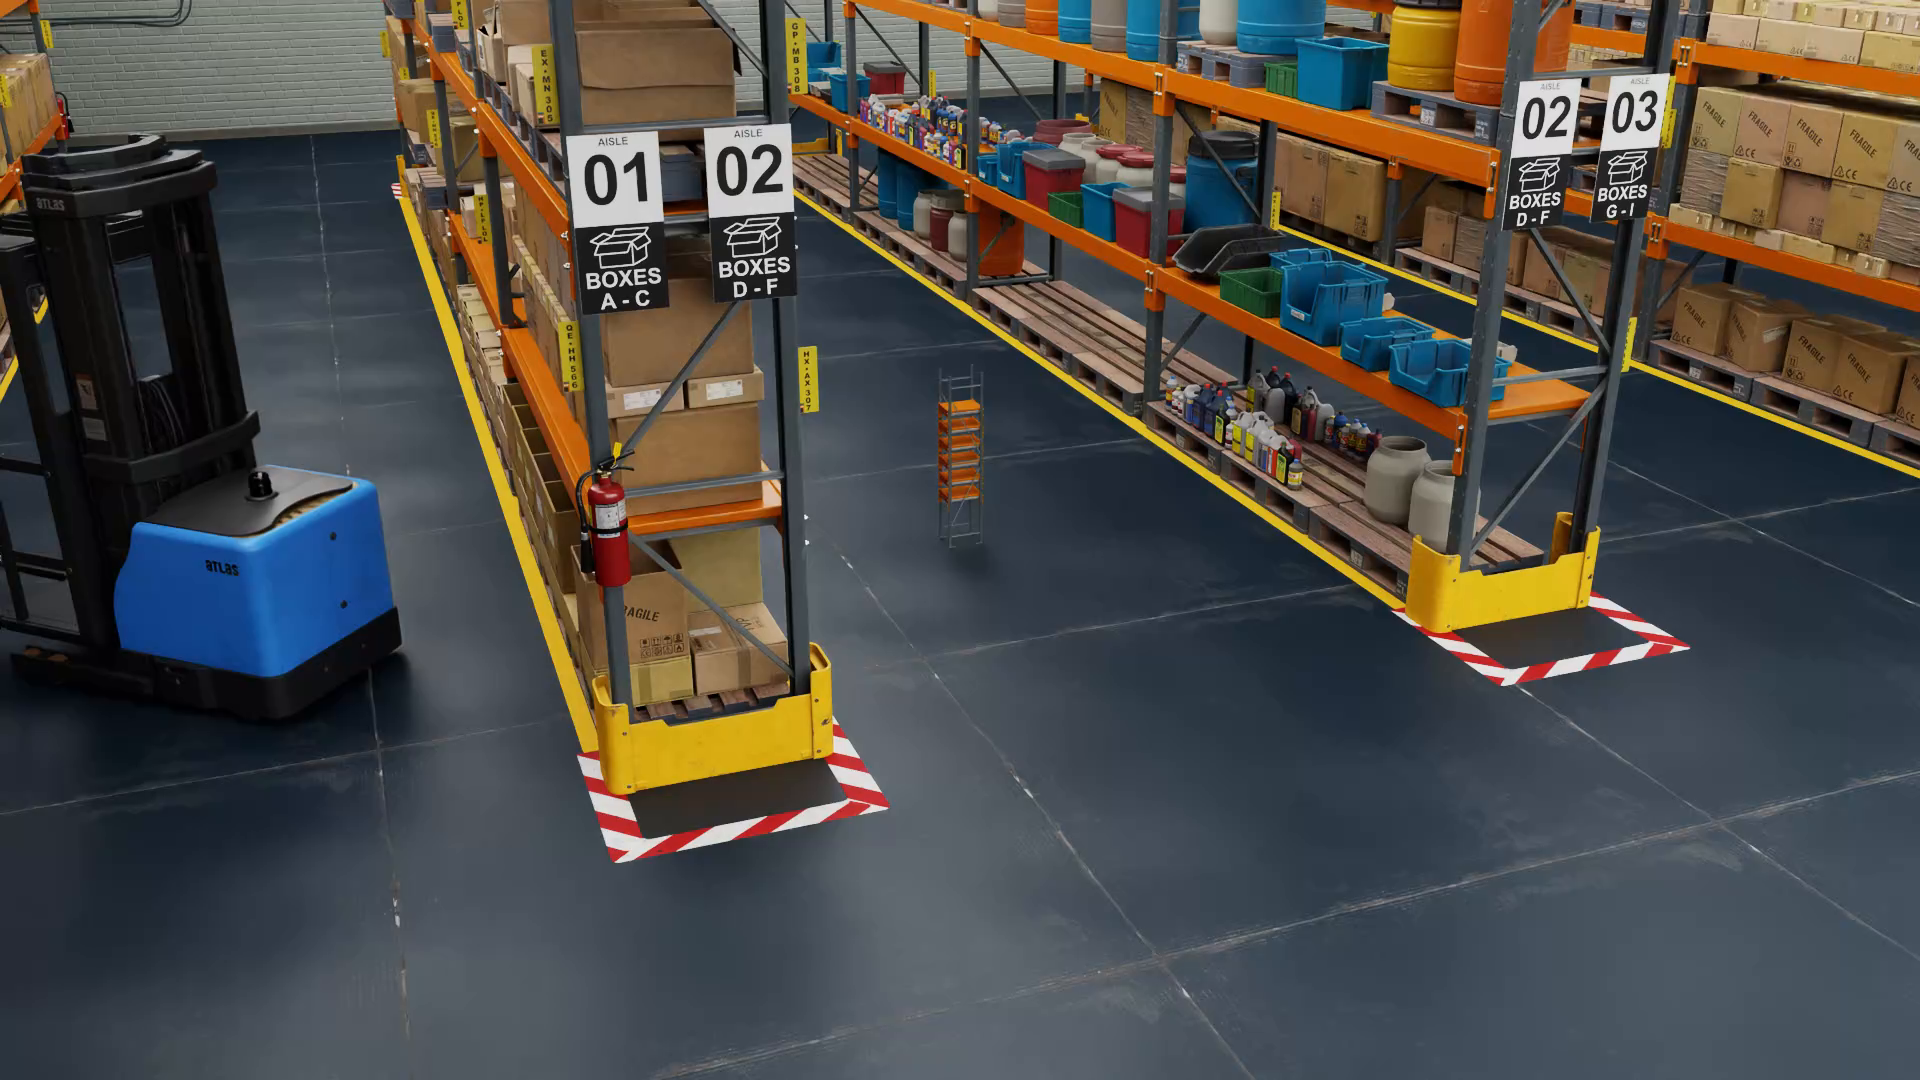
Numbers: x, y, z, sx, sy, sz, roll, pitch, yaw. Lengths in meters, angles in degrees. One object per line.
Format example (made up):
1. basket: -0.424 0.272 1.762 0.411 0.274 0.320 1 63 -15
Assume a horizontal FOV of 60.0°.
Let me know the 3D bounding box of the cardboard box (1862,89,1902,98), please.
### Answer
1. cardboard box: 10.377 -5.142 18.172 0.700 0.500 0.500 -9 24 -20

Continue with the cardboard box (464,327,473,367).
1. cardboard box: -3.991 -1.681 14.376 0.500 0.250 0.500 -9 24 -20

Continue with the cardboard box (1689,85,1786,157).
1. cardboard box: 6.523 -3.518 13.935 0.500 0.500 0.500 -8 24 -19

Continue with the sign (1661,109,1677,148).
1. sign: 6.084 -3.528 14.268 0.100 0.325 0.005 -8 24 -19

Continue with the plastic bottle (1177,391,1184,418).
1. plastic bottle: 1.743 -1.056 12.930 0.097 0.201 0.097 0 23 0

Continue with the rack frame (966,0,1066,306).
1. rack frame: 0.555 -3.846 16.513 1.000 3.000 0.127 -8 24 -19

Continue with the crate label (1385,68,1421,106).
1. crate label: 3.029 -2.978 10.784 0.502 0.251 0.408 -8 24 -19

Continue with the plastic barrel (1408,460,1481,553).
1. plastic barrel: 3.077 -0.215 10.561 0.421 0.512 0.421 0 23 0

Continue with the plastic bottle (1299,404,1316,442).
1. plastic bottle: 2.602 -0.888 12.425 0.061 0.283 0.133 -8 24 -19

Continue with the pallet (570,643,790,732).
1. pallet: -1.563 0.752 9.194 1.003 0.211 1.213 -8 24 -19

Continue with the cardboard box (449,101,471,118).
1. cardboard box: -4.552 -3.979 16.160 0.700 0.500 0.500 -4 23 -9

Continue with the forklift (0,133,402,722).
1. forklift: -4.806 -0.724 9.194 3.031 2.935 1.130 8 24 19

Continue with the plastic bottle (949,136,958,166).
1. plastic bottle: -0.068 -3.965 16.945 0.061 0.283 0.133 -8 24 -19

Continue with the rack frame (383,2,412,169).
1. rack frame: -6.906 -6.075 21.800 1.000 3.000 0.127 -8 24 -19

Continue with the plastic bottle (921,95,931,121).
1. plastic bottle: -0.362 -4.968 19.238 0.144 0.351 0.185 -8 24 -19

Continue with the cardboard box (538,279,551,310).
1. cardboard box: -2.294 -1.467 9.906 0.380 0.149 0.250 -9 25 -21

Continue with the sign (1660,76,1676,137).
1. sign: 3.898 -2.400 9.207 0.100 0.325 0.005 -8 24 -19

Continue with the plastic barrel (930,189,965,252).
1. plastic barrel: -0.032 -3.514 18.290 0.600 0.588 0.708 -8 24 -19

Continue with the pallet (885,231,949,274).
1. pallet: -0.189 -3.284 18.771 1.003 0.211 1.213 -8 24 -19

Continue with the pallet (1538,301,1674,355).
1. pallet: 6.326 -2.070 15.889 1.003 0.211 1.213 -8 24 -19

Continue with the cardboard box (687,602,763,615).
1. cardboard box: -1.415 0.406 9.424 0.500 0.250 0.500 -8 24 -19

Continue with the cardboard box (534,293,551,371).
1. cardboard box: -2.312 -1.409 10.603 0.700 0.500 0.500 -9 24 -20

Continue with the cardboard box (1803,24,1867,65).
1. cardboard box: 6.879 -3.813 12.766 0.500 0.250 0.500 -9 25 -21

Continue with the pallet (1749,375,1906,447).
1. pallet: 7.307 -1.104 13.598 1.003 0.211 1.213 -8 24 -19

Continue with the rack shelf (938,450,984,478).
1. rack shelf: 0.005 -0.507 11.022 0.258 0.103 0.180 -8 24 -19

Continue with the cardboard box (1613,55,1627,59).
1. cardboard box: 8.629 -6.155 21.392 0.380 0.149 0.250 -9 24 -20

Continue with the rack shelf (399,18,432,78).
1. rack shelf: -4.787 -4.945 16.185 1.077 0.370 4.000 -8 24 -19

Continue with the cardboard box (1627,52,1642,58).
1. cardboard box: 8.717 -6.201 21.118 0.380 0.149 0.250 -8 24 -17

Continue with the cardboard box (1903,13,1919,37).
1. cardboard box: 7.119 -3.753 12.111 0.380 0.149 0.250 -10 25 -22

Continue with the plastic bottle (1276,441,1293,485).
1. plastic bottle: 2.264 -0.537 11.594 0.061 0.283 0.133 -8 24 -18

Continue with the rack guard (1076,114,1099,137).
1. rack guard: 2.354 -6.289 25.528 1.175 0.500 0.348 -8 24 -19

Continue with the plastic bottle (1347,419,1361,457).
1. plastic bottle: 2.876 -0.747 12.107 0.097 0.271 0.097 0 23 0

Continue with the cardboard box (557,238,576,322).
1. cardboard box: -1.795 -1.469 9.074 0.700 0.500 0.500 -8 24 -19

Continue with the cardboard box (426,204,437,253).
1. cardboard box: -5.550 -3.463 18.256 0.500 0.500 0.500 -9 25 -21

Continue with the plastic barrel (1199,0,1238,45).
1. plastic barrel: 1.937 -3.837 11.944 0.421 0.512 0.421 0 23 0

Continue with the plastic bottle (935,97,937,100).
1. plastic bottle: -0.292 -5.069 19.565 0.061 0.283 0.133 -8 24 -19

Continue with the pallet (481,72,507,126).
1. pallet: -2.341 -2.749 10.163 1.003 0.211 1.213 -8 24 -19

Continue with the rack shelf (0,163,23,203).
1. rack shelf: -9.419 -2.882 15.152 1.077 0.370 4.000 -8 24 -19

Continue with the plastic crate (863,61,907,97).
1. plastic crate: -0.939 -5.715 20.789 0.402 0.464 0.583 -8 24 -19

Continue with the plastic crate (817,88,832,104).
1. plastic crate: -1.504 -5.570 20.881 0.437 0.125 0.590 -8 24 -19

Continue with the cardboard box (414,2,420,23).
1. cardboard box: -4.629 -5.124 15.555 0.910 0.500 0.500 -8 24 -19

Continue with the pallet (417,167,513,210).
1. pallet: -4.385 -3.316 15.503 1.213 0.211 1.003 -8 24 -19

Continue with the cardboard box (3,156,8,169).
1. cardboard box: -9.742 -3.750 16.582 0.380 0.149 0.250 -8 24 -18

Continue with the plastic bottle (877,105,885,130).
1. plastic bottle: -0.906 -4.841 19.039 0.097 0.271 0.097 0 23 0

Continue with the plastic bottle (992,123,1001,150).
1. plastic bottle: 0.397 -4.335 17.838 0.097 0.271 0.097 0 23 0

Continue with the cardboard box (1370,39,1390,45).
1. cardboard box: 4.946 -5.302 18.547 0.797 0.503 0.637 -7 24 -17

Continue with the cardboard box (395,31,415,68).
1. cardboard box: -6.275 -5.645 19.365 0.500 0.500 0.500 -8 24 -19

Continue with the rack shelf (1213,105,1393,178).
1. rack shelf: 4.482 -4.921 19.989 1.077 0.370 4.000 -8 24 -19

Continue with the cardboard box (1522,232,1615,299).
1. cardboard box: 6.056 -2.728 16.513 0.700 0.500 0.500 -11 25 -24

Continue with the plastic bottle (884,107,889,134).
1. plastic bottle: -0.814 -4.731 18.763 0.061 0.283 0.133 -8 24 -19

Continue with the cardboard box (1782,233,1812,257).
1. cardboard box: 6.861 -2.386 13.373 0.380 0.149 0.250 -8 24 -19

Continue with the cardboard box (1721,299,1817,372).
1. cardboard box: 6.915 -1.756 14.232 0.500 0.500 0.500 -1 23 -2

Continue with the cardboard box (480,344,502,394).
1. cardboard box: -3.442 -1.377 12.932 0.500 0.311 0.500 -8 24 -19

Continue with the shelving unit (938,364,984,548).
1. shelving unit: 0.005 -0.548 11.005 0.258 1.200 0.189 -8 24 -19
